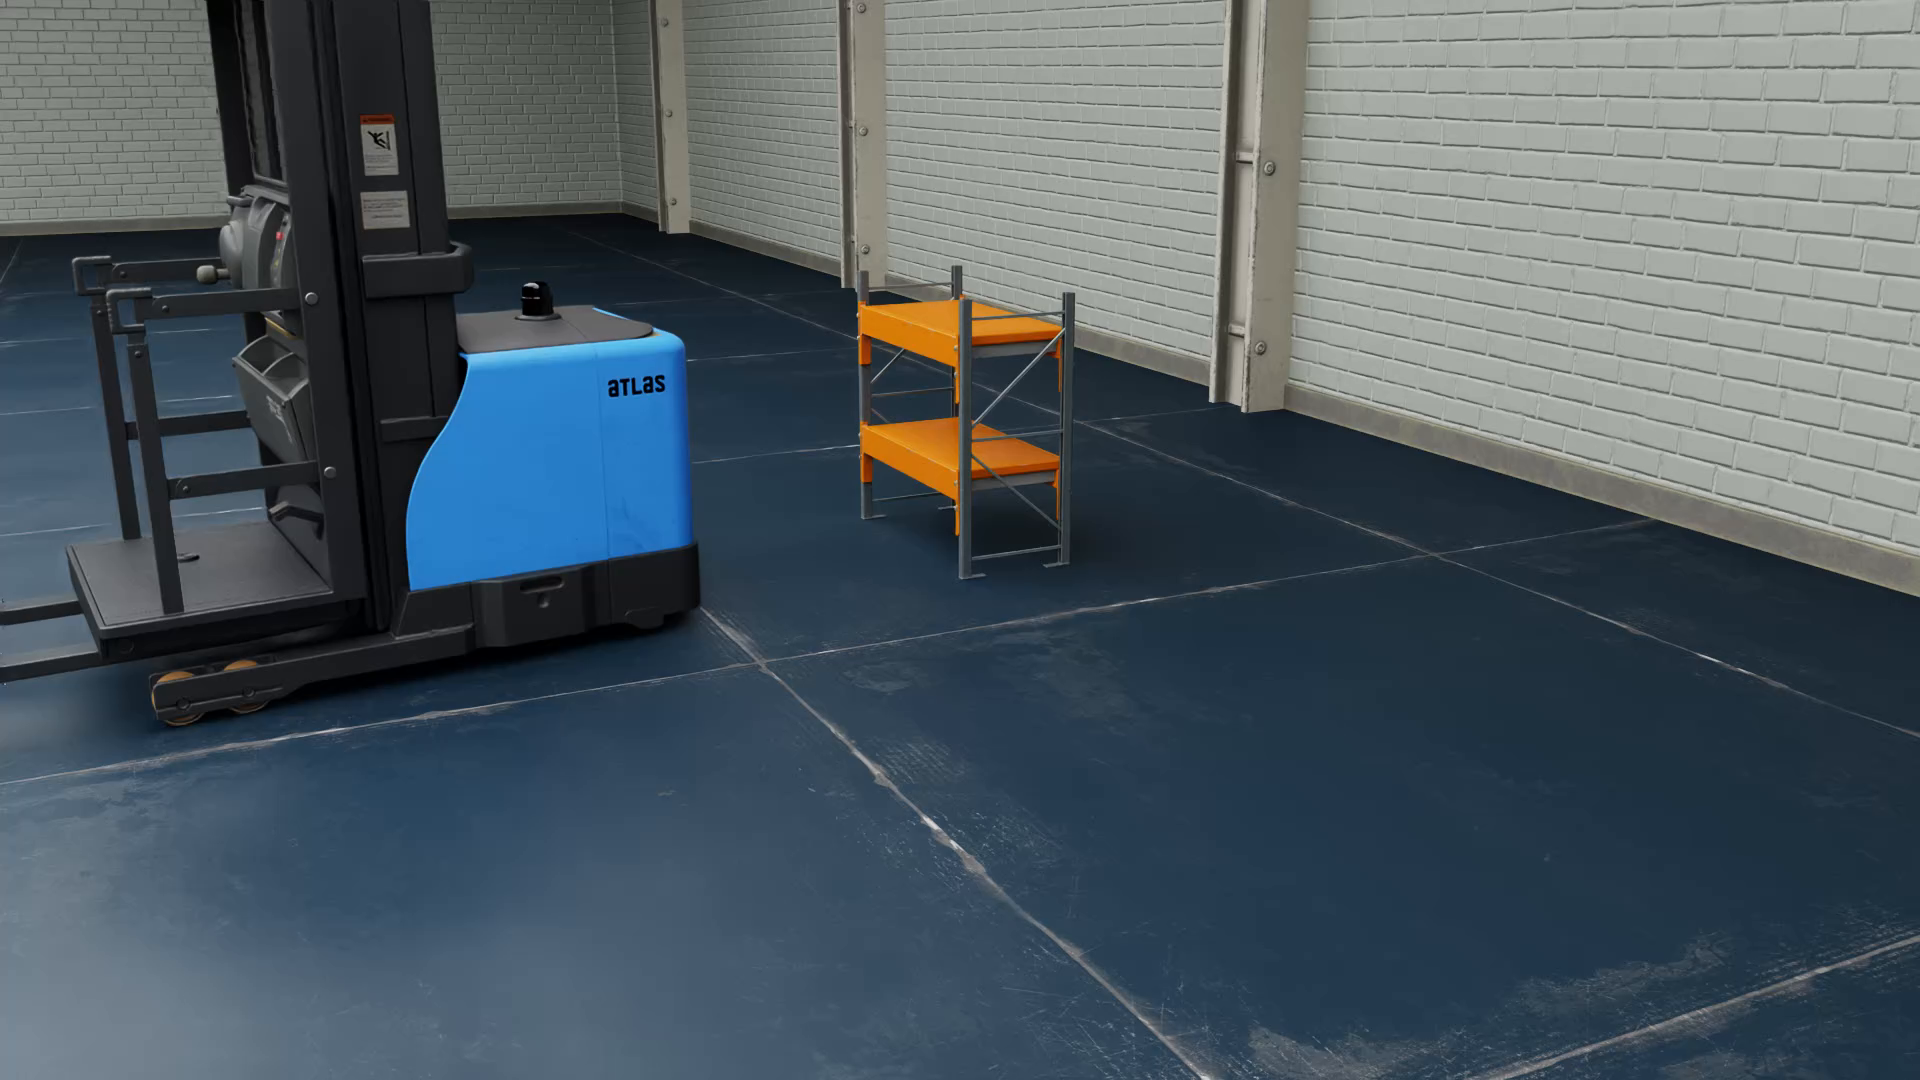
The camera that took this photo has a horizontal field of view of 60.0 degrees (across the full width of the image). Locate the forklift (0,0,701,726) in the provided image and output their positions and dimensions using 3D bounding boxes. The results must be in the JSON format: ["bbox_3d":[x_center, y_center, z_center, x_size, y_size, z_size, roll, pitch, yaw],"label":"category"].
[{"bbox_3d":[-2.482,-0.992,5.394,3.031,2.935,1.130,-10,19,-31],"label":"forklift"}]

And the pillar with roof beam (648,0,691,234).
[{"bbox_3d":[-7.375,-7.605,17.437,9.100,9.000,0.400,-8,18,-25],"label":"pillar with roof beam"}]

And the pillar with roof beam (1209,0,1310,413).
[{"bbox_3d":[-2.118,-4.629,7.069,9.100,9.000,0.400,-8,18,-25],"label":"pillar with roof beam"}]

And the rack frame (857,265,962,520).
[{"bbox_3d":[-0.220,-0.665,7.529,0.500,1.125,0.032,-8,18,-25],"label":"rack frame"}]

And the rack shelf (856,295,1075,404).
[{"bbox_3d":[0.003,-0.820,7.009,0.538,0.278,1.000,-8,18,-25],"label":"rack shelf"}]

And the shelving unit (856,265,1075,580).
[{"bbox_3d":[0.003,-0.539,7.090,0.538,1.125,1.048,-8,18,-25],"label":"shelving unit"}]

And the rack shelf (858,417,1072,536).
[{"bbox_3d":[0.003,-0.304,7.157,0.538,0.278,1.000,-8,18,-25],"label":"rack shelf"}]

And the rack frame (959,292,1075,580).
[{"bbox_3d":[0.226,-0.413,6.650,0.500,1.125,0.032,-8,18,-25],"label":"rack frame"}]

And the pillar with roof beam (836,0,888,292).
[{"bbox_3d":[-4.746,-6.117,12.253,9.100,9.000,0.400,-8,18,-25],"label":"pillar with roof beam"}]
